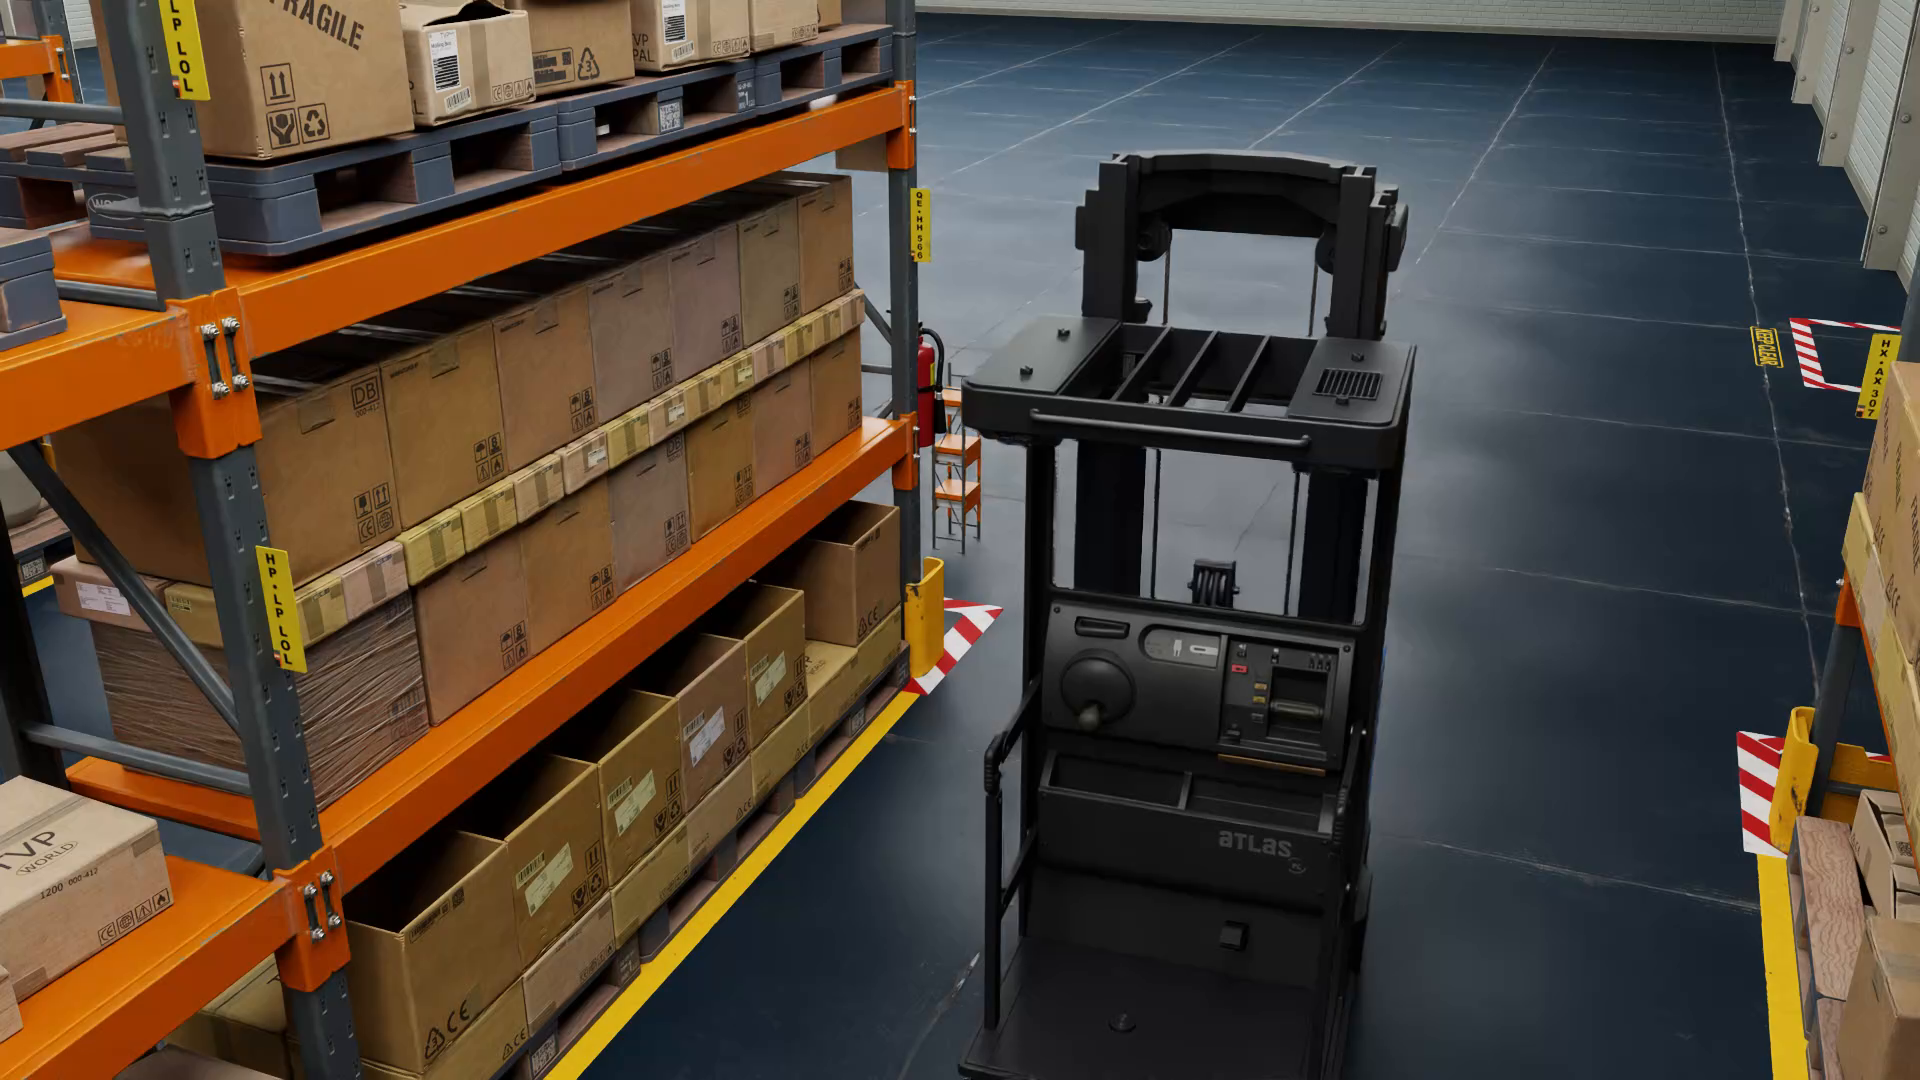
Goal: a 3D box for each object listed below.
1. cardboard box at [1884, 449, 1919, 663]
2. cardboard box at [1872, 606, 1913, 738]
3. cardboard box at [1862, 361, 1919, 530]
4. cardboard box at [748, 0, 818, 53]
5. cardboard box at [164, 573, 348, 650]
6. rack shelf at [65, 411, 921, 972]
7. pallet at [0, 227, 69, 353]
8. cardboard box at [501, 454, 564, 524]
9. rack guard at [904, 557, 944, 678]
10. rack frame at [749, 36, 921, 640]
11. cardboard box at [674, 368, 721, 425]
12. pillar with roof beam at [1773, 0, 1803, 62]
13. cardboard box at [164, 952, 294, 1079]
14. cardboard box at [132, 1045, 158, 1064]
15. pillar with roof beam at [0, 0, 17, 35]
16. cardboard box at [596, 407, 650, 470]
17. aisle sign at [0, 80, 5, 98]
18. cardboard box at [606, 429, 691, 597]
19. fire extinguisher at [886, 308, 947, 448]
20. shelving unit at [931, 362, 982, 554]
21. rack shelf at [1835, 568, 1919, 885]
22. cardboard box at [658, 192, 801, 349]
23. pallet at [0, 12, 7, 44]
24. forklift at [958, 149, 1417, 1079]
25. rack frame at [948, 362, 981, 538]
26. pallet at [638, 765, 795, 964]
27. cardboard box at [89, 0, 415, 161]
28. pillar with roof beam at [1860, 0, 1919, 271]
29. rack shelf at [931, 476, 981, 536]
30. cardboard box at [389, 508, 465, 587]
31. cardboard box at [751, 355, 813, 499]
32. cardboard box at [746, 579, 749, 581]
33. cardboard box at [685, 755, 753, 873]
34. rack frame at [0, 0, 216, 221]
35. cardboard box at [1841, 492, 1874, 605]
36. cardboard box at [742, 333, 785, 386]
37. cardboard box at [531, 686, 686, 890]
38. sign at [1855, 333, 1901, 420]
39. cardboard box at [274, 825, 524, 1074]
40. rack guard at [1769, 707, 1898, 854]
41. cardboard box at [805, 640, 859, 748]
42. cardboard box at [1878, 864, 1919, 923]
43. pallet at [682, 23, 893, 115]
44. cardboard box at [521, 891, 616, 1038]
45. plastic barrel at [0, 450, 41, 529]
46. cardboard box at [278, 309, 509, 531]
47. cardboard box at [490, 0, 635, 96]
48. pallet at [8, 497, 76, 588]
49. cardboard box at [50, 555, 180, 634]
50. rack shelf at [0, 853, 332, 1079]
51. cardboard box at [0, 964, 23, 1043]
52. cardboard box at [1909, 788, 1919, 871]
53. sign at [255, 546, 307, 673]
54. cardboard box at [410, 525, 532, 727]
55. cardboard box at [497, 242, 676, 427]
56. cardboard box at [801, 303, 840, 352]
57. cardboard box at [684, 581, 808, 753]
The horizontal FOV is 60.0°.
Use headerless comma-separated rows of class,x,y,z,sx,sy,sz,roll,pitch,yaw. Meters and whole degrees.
cardboard box,3.077,0.072,4.882,0.500,0.500,0.500,8,24,18
cardboard box,3.074,0.429,5.000,0.500,0.250,0.500,8,24,19
cardboard box,3.468,-0.288,5.743,0.500,0.500,0.500,9,24,20
cardboard box,-0.860,-1.961,6.129,0.500,0.250,0.500,9,24,20
cardboard box,-1.883,0.180,4.455,0.380,0.149,0.250,9,24,20
rack shelf,-1.420,0.210,6.288,1.077,0.370,4.000,9,24,20
pallet,-2.478,-0.384,3.135,0.805,0.209,1.217,8,24,18
cardboard box,-1.504,-0.186,5.331,0.380,0.149,0.250,8,24,18
rack guard,-0.668,0.308,8.365,1.175,0.500,0.348,9,24,20
rack frame,-0.677,-0.837,7.863,1.000,3.000,0.127,9,24,20
cardboard box,-1.121,-0.555,6.216,0.380,0.149,0.250,9,24,22
pillar with roof beam,11.614,-13.875,31.293,9.100,9.000,0.400,9,24,20
cardboard box,-2.193,1.472,5.357,0.500,0.250,0.500,9,24,20
cardboard box,-2.547,1.523,4.508,0.500,0.311,0.500,9,24,20
pillar with roof beam,-14.096,-12.858,28.858,9.100,9.000,0.400,9,24,20
cardboard box,-1.311,-0.375,5.784,0.380,0.149,0.250,9,24,20
aisle sign,-5.520,-2.815,9.225,0.394,0.787,0.004,9,24,20
cardboard box,-1.434,-0.164,6.121,0.700,0.500,0.500,10,24,22
fire extinguisher,-0.201,-0.777,7.820,0.296,0.674,0.183,9,24,20
shelving unit,-0.020,-0.465,9.502,0.215,1.050,0.252,9,24,20
rack shelf,3.181,0.918,4.593,1.077,0.370,4.000,9,24,20
cardboard box,-1.072,-1.109,6.700,0.700,0.500,0.500,8,24,19
pallet,-5.672,-2.563,8.347,1.003,0.211,1.213,9,24,20
forklift,0.651,0.454,4.861,1.130,2.935,3.031,7,24,16
rack frame,0.025,-0.509,9.606,0.200,1.050,0.008,9,24,20
pallet,-1.377,1.164,6.689,1.003,0.211,1.213,9,24,20
cardboard box,-1.731,-1.237,4.072,0.500,0.500,0.500,11,25,24
pillar with roof beam,4.927,-7.434,15.872,9.100,9.000,0.400,9,24,20
rack shelf,-0.020,-0.199,9.613,0.215,0.259,0.240,9,24,20
cardboard box,-1.695,-0.002,4.892,0.380,0.149,0.250,8,24,19
cardboard box,-1.053,-0.530,6.996,0.700,0.500,0.500,9,24,21
cardboard box,-1.266,0.231,7.355,0.500,0.500,0.500,9,24,20
cardboard box,-1.148,1.010,6.462,0.500,0.250,0.500,9,24,20
rack frame,-2.162,-2.174,3.280,1.000,3.000,0.127,9,24,20
cardboard box,3.448,0.060,5.884,0.500,0.250,0.500,8,24,19
cardboard box,-0.928,-0.744,6.667,0.380,0.149,0.250,9,24,21
cardboard box,-1.328,0.844,5.887,0.500,0.500,0.500,9,24,20
sign,3.420,-0.607,6.187,0.100,0.325,0.005,9,24,20
cardboard box,-1.700,1.202,5.030,0.500,0.500,0.500,9,24,20
rack guard,3.896,1.051,6.585,1.175,0.500,0.348,9,24,20
cardboard box,-0.776,0.653,7.319,0.500,0.250,0.500,9,24,20
cardboard box,3.372,1.347,5.551,0.500,0.311,0.500,11,25,24
pallet,-0.963,-1.931,6.705,1.003,0.211,1.213,9,24,20
cardboard box,-1.518,1.368,5.605,0.500,0.250,0.500,9,24,20
plastic barrel,-5.448,-0.347,9.372,0.421,0.512,0.421,0,23,0
cardboard box,-1.817,-0.391,4.982,0.700,0.500,0.500,9,24,20
cardboard box,-1.434,-1.667,5.098,0.797,0.503,0.637,12,25,26
pallet,-5.566,0.063,9.326,1.003,0.211,1.213,9,24,20
cardboard box,-2.260,0.121,4.598,0.380,0.149,0.250,9,24,20
rack shelf,-2.905,1.642,2.861,1.077,0.370,4.000,9,24,20
cardboard box,-2.319,0.997,3.646,0.396,0.266,0.258,8,24,19
cardboard box,2.698,0.790,4.136,0.500,0.250,0.500,9,24,20
sign,-1.655,0.171,4.050,0.100,0.325,0.005,9,24,20
cardboard box,-1.814,0.199,5.253,0.700,0.500,0.500,9,24,20
cardboard box,-1.444,-0.749,5.839,0.700,0.500,0.500,9,24,20
cardboard box,-0.738,-0.925,7.101,0.380,0.149,0.250,9,24,21
cardboard box,-0.957,0.486,6.744,0.500,0.500,0.500,9,24,20
